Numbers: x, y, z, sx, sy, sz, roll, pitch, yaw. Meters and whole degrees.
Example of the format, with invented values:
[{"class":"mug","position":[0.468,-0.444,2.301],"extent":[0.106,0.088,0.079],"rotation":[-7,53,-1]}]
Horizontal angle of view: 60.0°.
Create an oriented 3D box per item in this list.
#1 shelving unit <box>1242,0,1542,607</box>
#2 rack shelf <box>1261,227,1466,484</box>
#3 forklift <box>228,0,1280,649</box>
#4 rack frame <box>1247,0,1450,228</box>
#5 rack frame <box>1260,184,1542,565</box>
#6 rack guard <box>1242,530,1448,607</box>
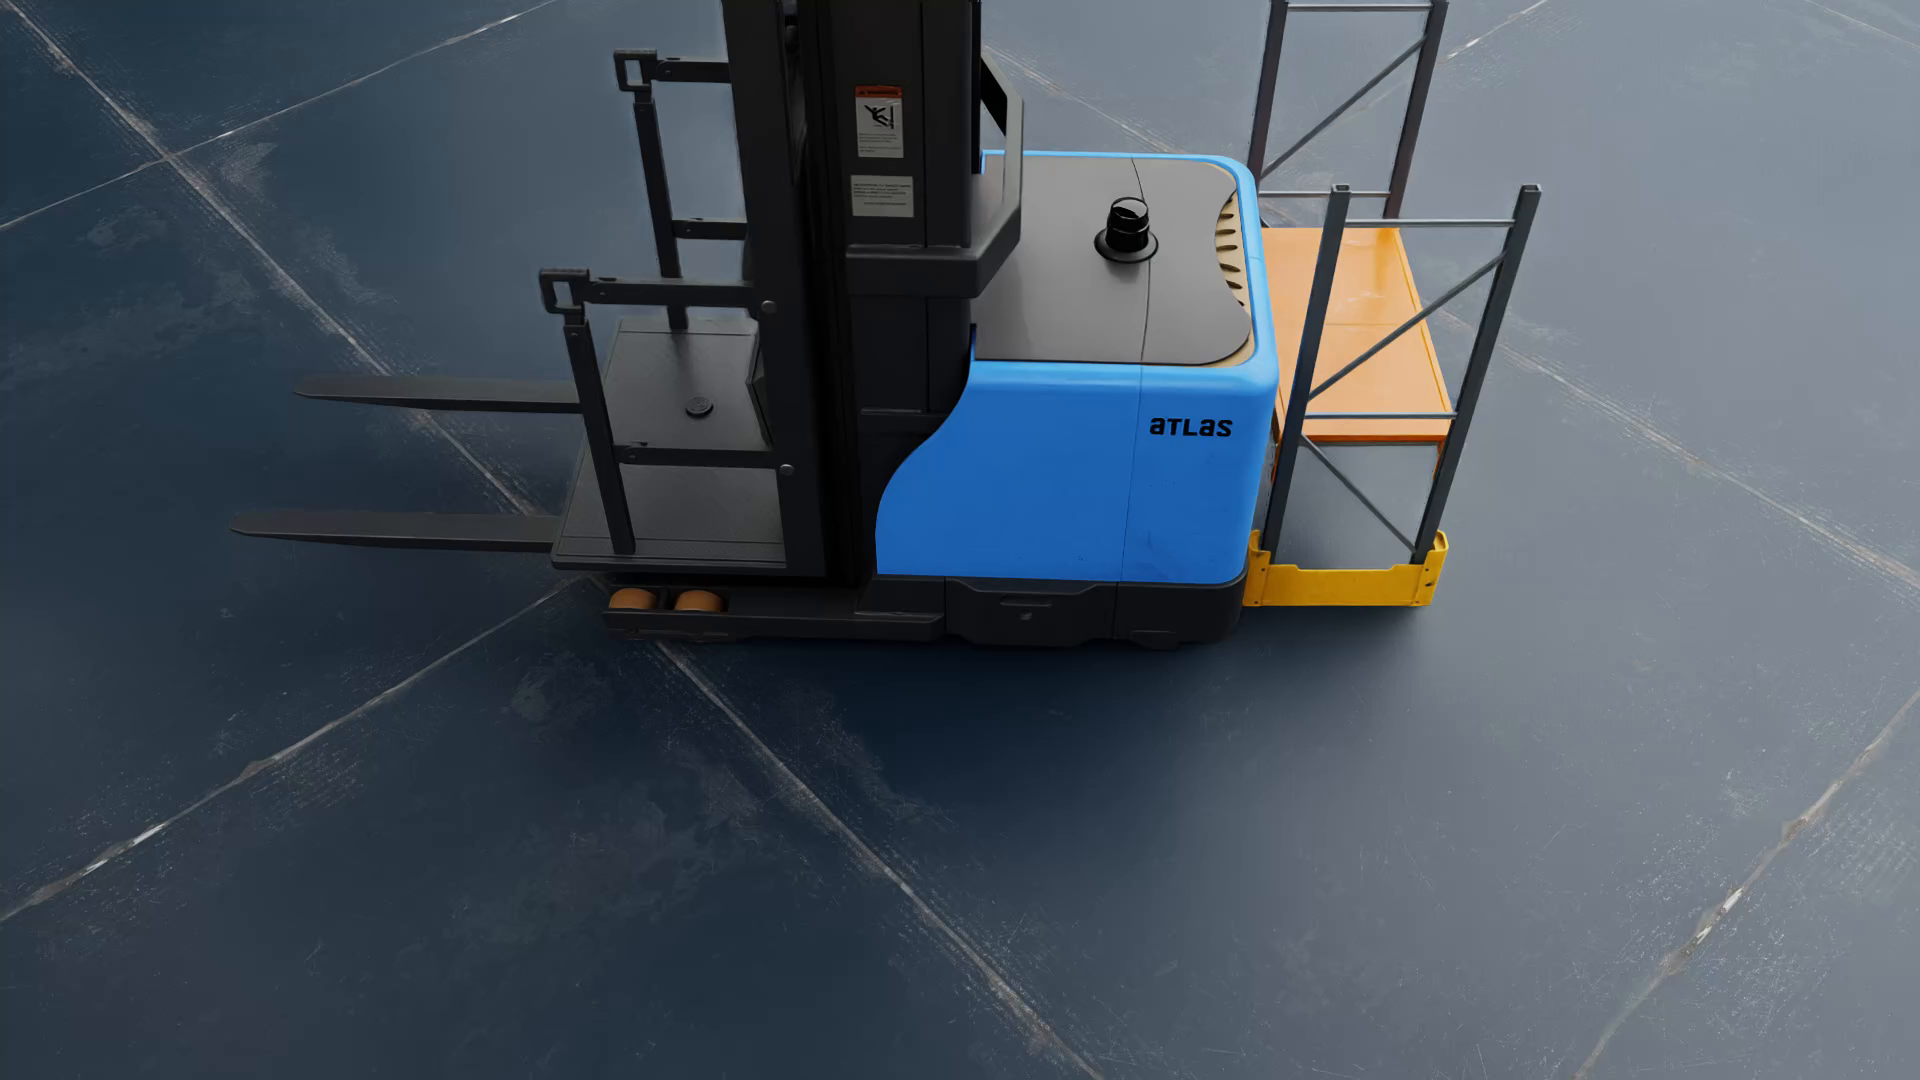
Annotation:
[{"class":"shelving unit","position":[1.142,-0.703,4.878],"extent":[0.587,1.500,1.083],"rotation":[0,47,0]},{"class":"rack shelf","position":[1.142,-0.588,5.017],"extent":[0.538,0.185,1.000],"rotation":[0,47,0]},{"class":"forklift","position":[-0.667,-1.075,4.248],"extent":[3.031,2.935,1.130],"rotation":[2,47,2]},{"class":"rack frame","position":[1.141,-1.084,5.229],"extent":[0.500,1.500,0.032],"rotation":[0,47,0]},{"class":"rack frame","position":[1.144,-0.336,4.540],"extent":[0.500,1.500,0.032],"rotation":[0,47,0]},{"class":"rack guard","position":[1.144,0.086,5.000],"extent":[0.587,0.250,0.087],"rotation":[0,47,0]}]
